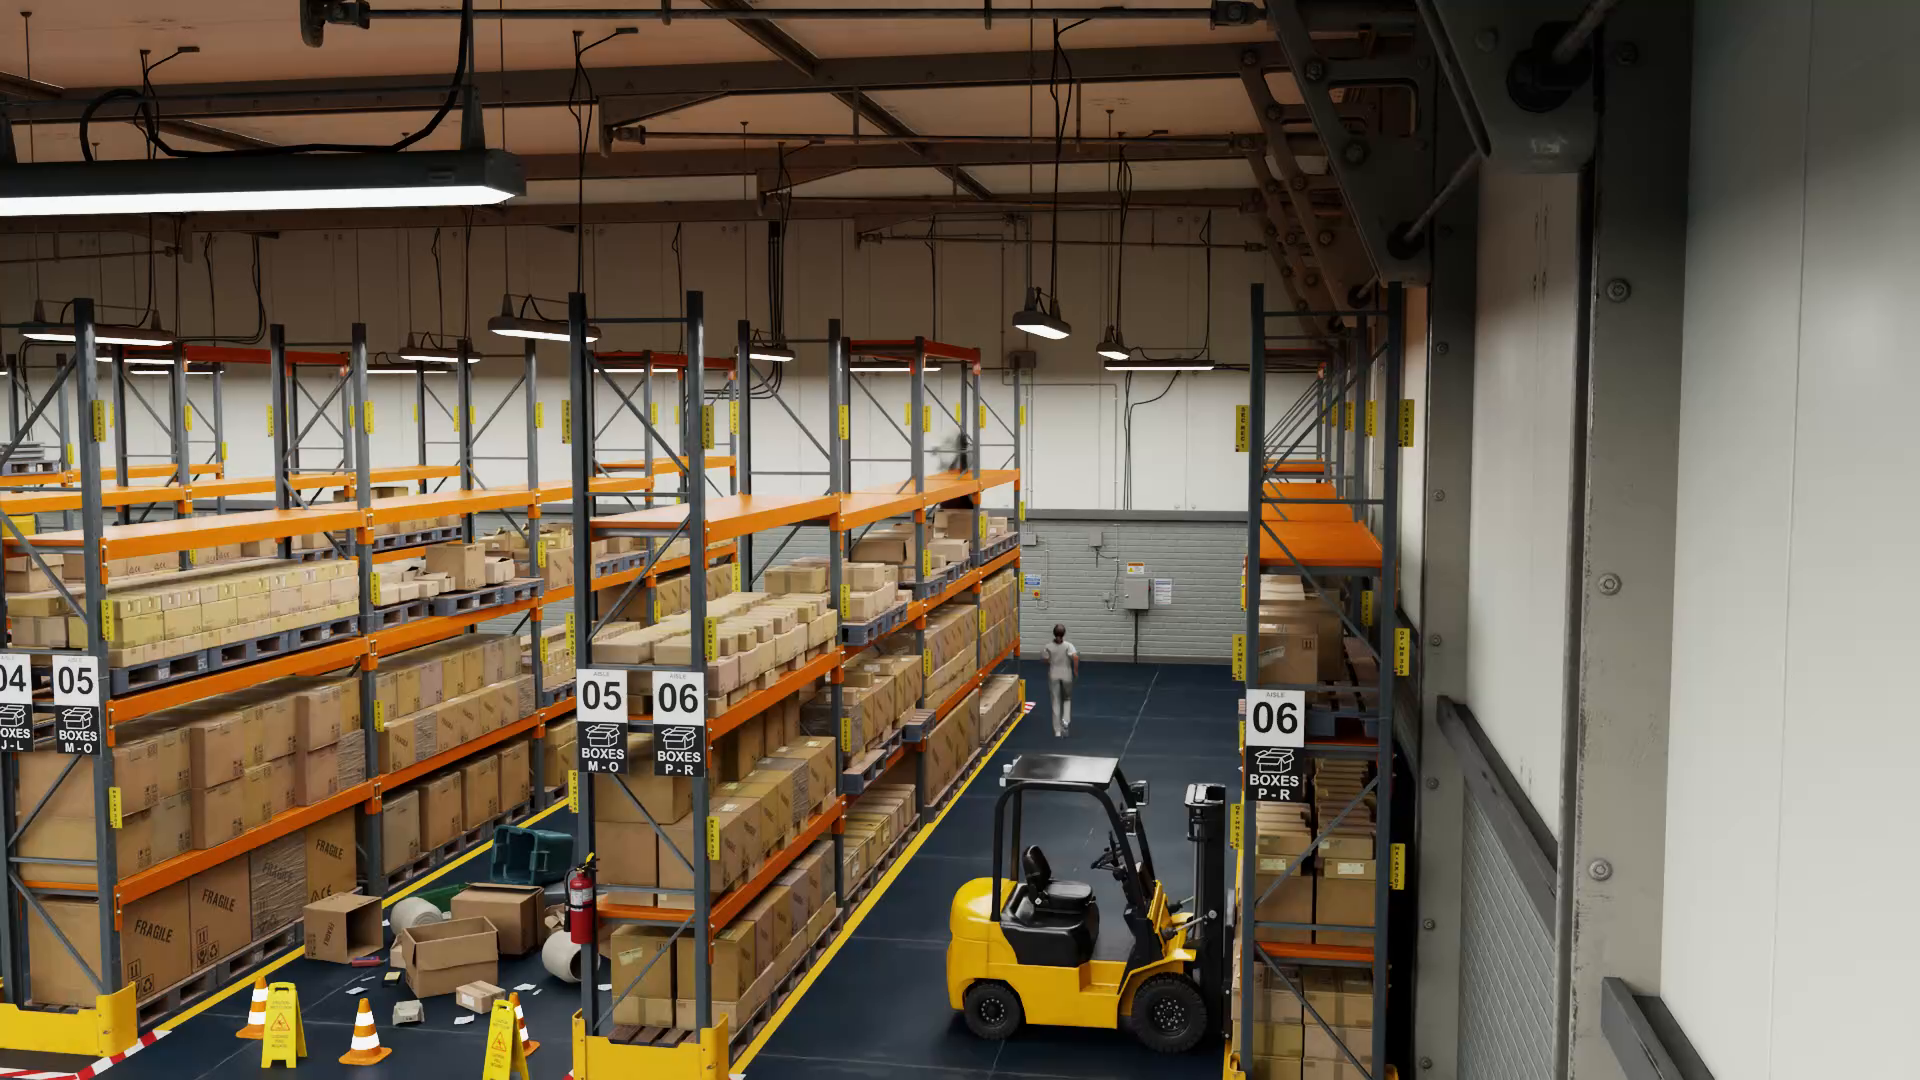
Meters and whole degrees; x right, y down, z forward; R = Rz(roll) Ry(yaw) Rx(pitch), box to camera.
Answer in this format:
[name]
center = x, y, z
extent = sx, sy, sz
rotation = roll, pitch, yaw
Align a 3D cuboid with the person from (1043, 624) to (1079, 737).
[person]
center = 1.493, 2.082, 24.574
extent = 0.537, 1.708, 0.661
rotation = 0, 5, 4
